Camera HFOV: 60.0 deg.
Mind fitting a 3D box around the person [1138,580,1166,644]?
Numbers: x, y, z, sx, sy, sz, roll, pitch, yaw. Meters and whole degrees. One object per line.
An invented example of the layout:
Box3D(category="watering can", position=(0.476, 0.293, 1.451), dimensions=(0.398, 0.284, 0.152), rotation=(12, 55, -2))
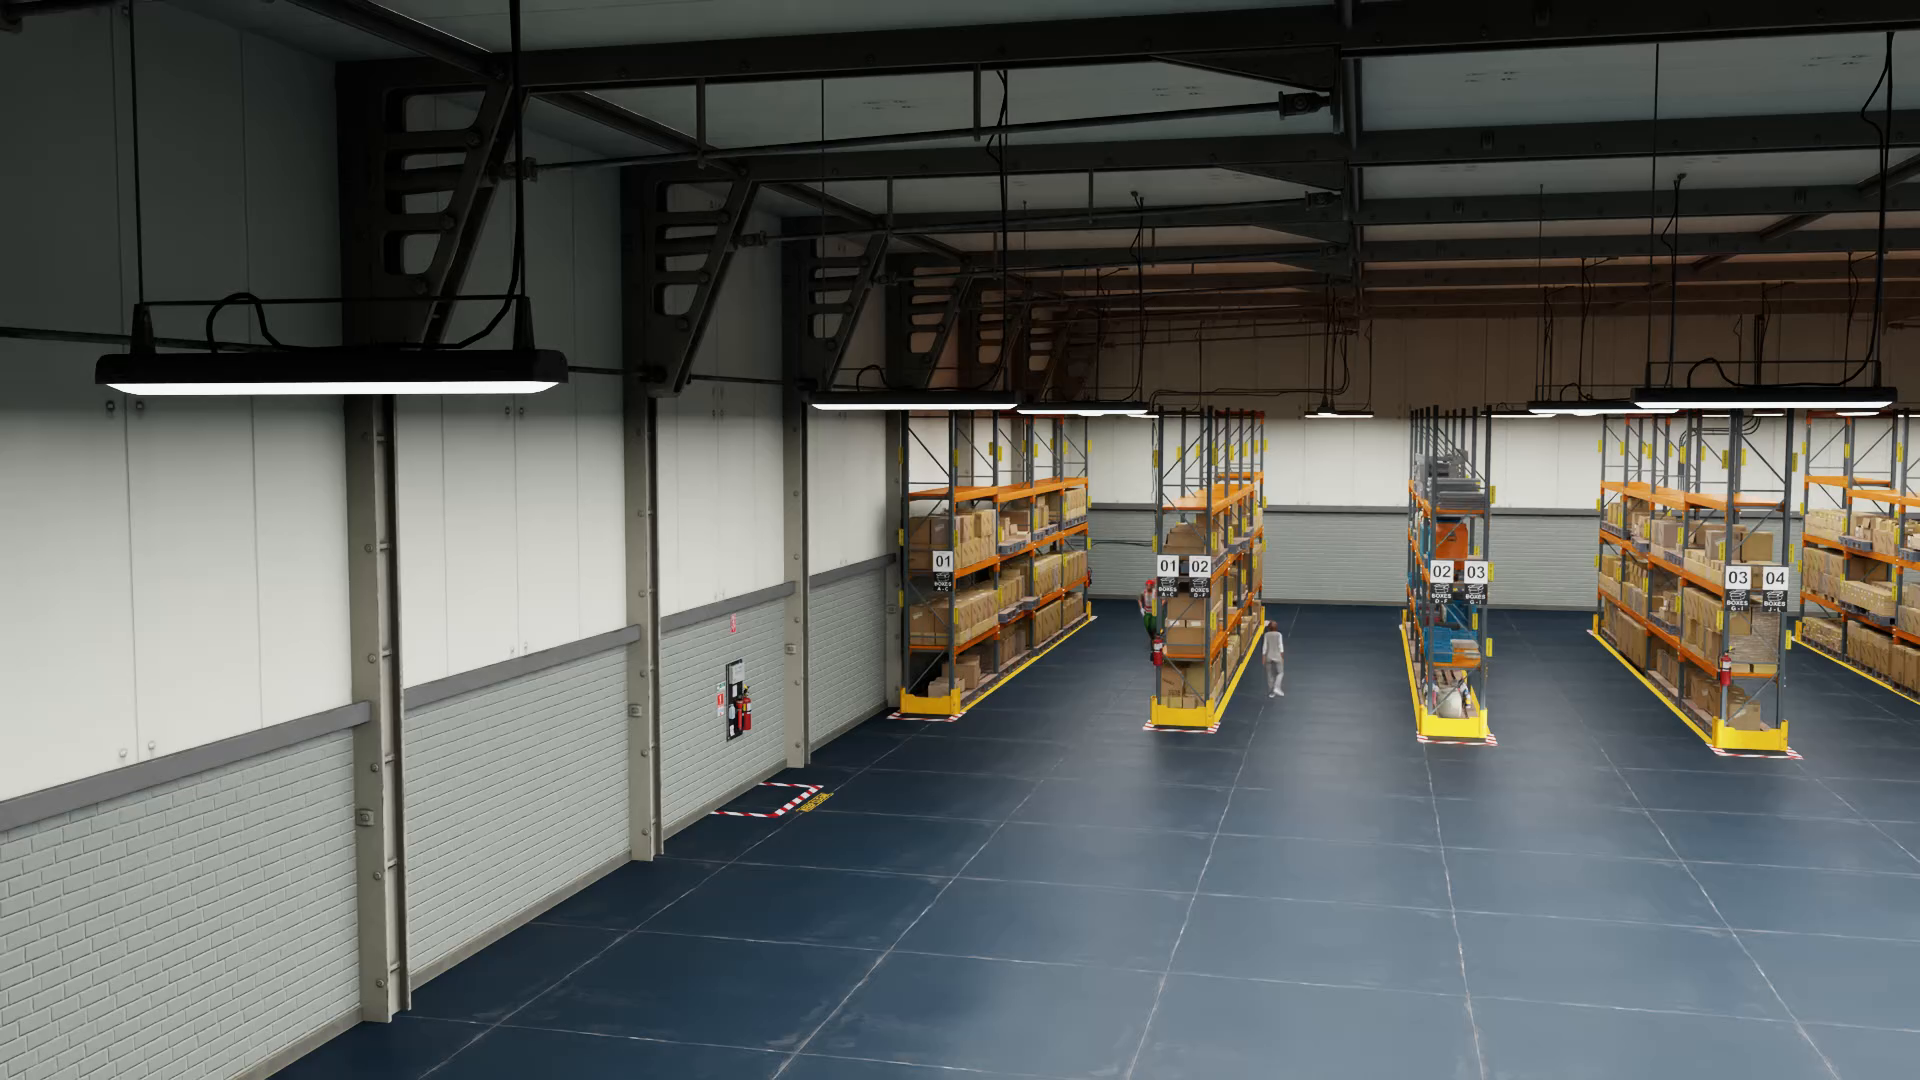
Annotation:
Box3D(category="person", position=(4.888, 1.843, 42.451), dimensions=(0.675, 1.684, 0.636), rotation=(2, 4, 22))

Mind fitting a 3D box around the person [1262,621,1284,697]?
Box3D(category="person", position=(6.472, 2.467, 34.353), dimensions=(0.462, 1.595, 0.454), rotation=(1, 4, 14))
